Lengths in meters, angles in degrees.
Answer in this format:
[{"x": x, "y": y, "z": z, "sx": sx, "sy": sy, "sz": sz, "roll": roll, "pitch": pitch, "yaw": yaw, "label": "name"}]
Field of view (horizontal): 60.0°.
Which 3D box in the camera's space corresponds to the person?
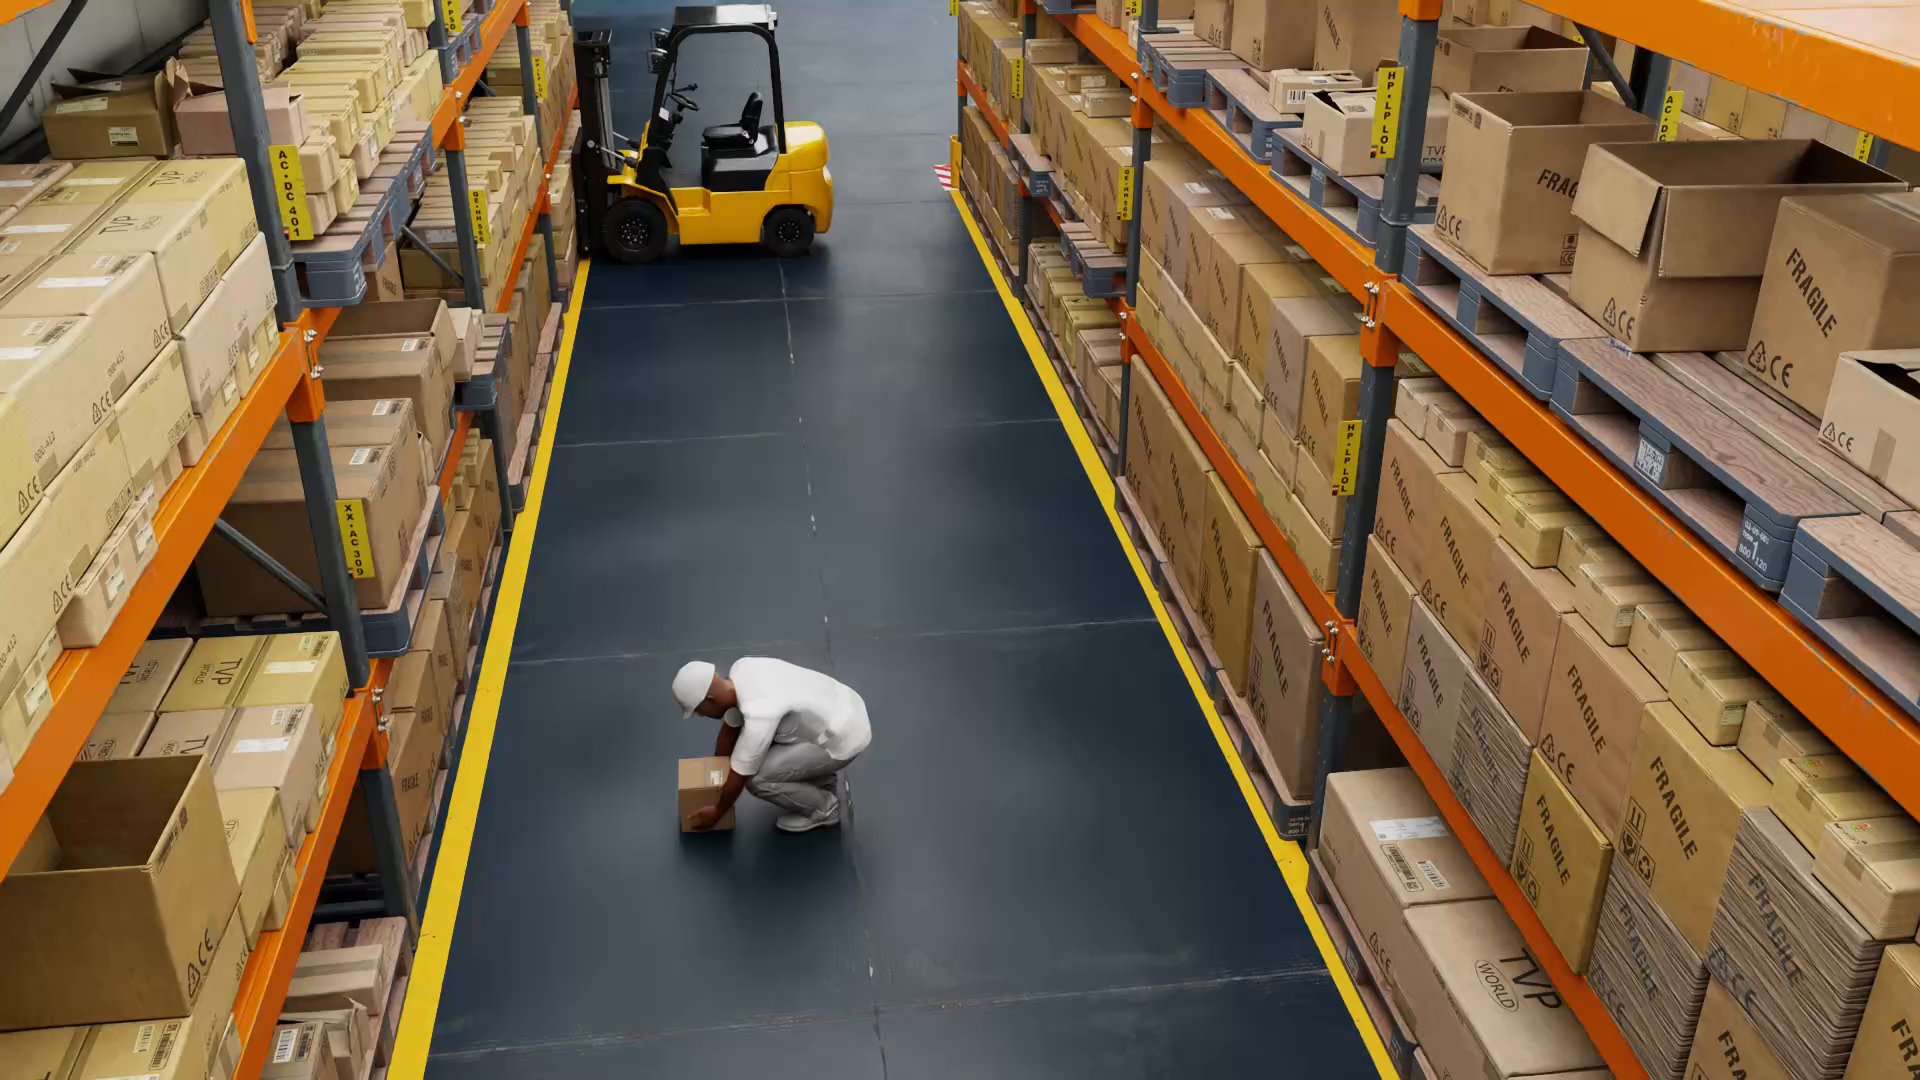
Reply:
[{"x": -0.862, "y": 0.920, "z": 7.755, "sx": 0.896, "sy": 0.893, "sz": 0.563, "roll": -4, "pitch": 27, "yaw": -7, "label": "person"}]
